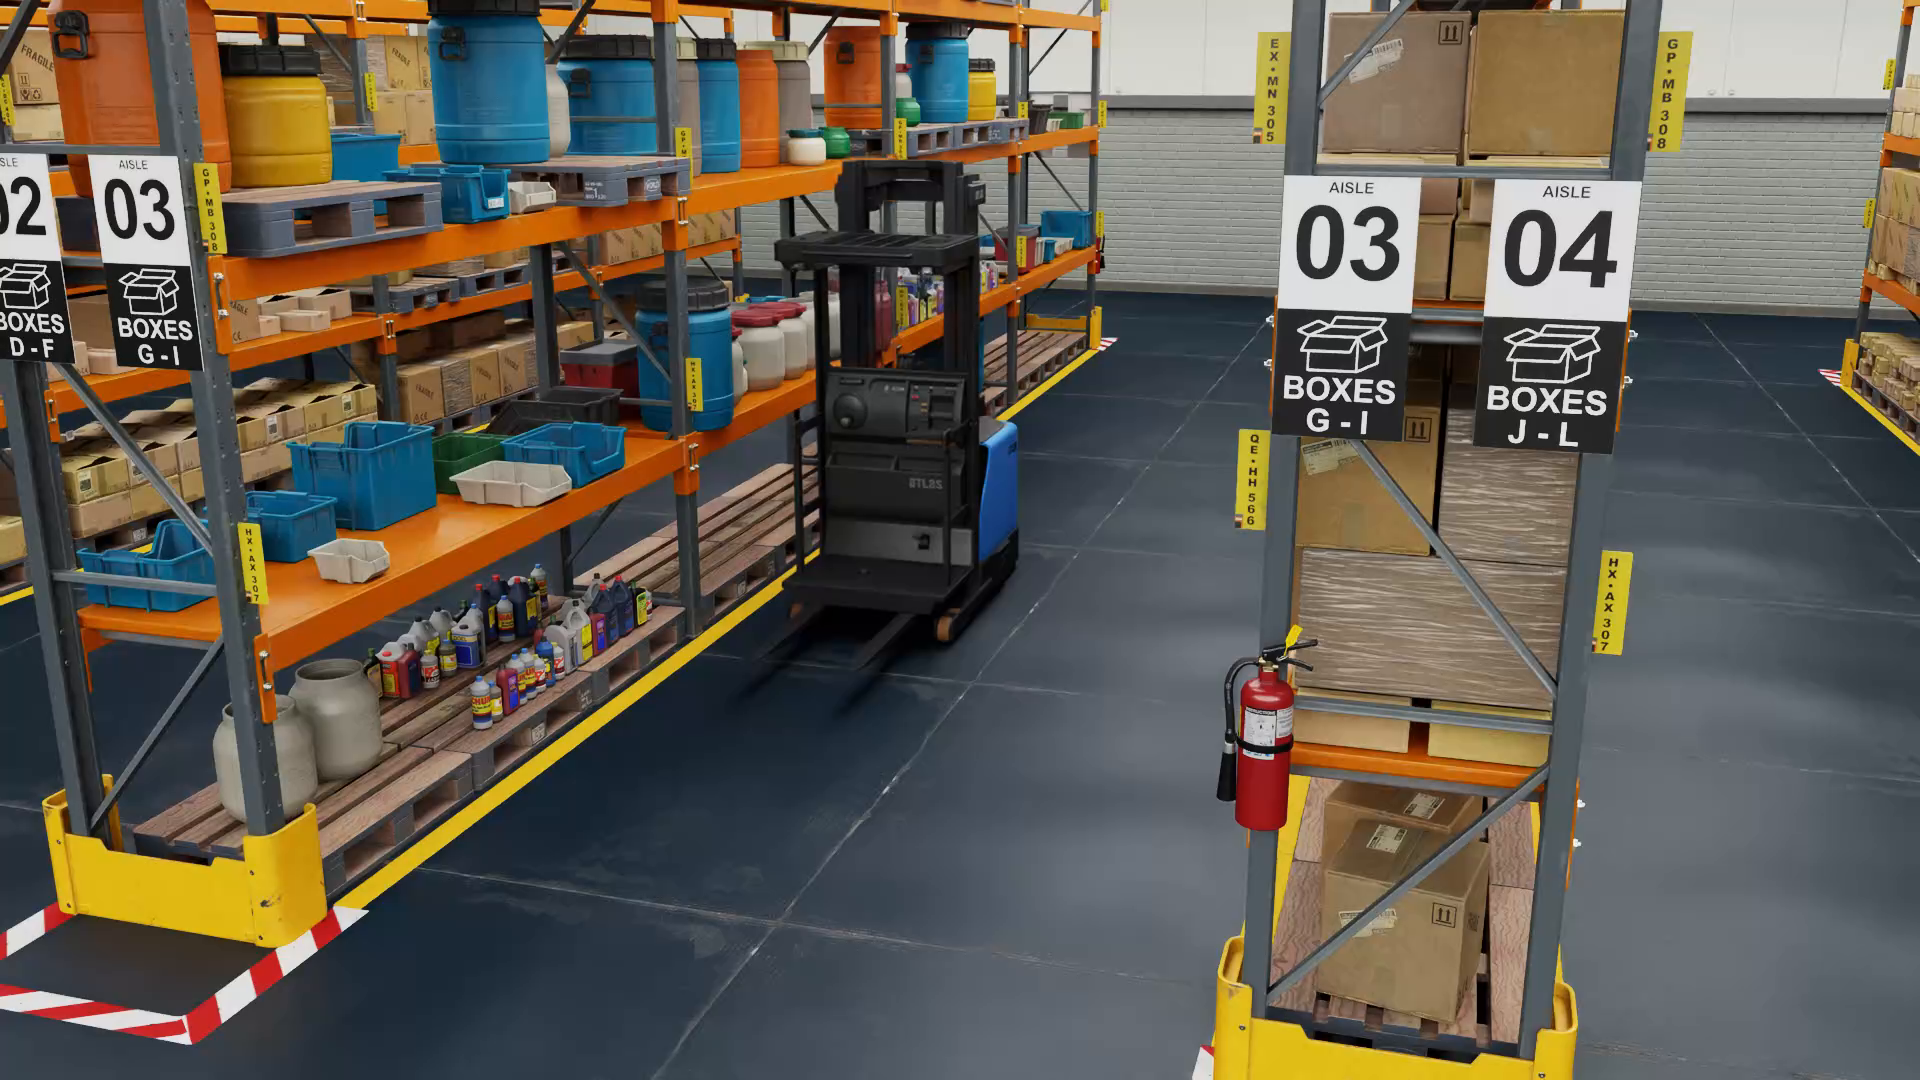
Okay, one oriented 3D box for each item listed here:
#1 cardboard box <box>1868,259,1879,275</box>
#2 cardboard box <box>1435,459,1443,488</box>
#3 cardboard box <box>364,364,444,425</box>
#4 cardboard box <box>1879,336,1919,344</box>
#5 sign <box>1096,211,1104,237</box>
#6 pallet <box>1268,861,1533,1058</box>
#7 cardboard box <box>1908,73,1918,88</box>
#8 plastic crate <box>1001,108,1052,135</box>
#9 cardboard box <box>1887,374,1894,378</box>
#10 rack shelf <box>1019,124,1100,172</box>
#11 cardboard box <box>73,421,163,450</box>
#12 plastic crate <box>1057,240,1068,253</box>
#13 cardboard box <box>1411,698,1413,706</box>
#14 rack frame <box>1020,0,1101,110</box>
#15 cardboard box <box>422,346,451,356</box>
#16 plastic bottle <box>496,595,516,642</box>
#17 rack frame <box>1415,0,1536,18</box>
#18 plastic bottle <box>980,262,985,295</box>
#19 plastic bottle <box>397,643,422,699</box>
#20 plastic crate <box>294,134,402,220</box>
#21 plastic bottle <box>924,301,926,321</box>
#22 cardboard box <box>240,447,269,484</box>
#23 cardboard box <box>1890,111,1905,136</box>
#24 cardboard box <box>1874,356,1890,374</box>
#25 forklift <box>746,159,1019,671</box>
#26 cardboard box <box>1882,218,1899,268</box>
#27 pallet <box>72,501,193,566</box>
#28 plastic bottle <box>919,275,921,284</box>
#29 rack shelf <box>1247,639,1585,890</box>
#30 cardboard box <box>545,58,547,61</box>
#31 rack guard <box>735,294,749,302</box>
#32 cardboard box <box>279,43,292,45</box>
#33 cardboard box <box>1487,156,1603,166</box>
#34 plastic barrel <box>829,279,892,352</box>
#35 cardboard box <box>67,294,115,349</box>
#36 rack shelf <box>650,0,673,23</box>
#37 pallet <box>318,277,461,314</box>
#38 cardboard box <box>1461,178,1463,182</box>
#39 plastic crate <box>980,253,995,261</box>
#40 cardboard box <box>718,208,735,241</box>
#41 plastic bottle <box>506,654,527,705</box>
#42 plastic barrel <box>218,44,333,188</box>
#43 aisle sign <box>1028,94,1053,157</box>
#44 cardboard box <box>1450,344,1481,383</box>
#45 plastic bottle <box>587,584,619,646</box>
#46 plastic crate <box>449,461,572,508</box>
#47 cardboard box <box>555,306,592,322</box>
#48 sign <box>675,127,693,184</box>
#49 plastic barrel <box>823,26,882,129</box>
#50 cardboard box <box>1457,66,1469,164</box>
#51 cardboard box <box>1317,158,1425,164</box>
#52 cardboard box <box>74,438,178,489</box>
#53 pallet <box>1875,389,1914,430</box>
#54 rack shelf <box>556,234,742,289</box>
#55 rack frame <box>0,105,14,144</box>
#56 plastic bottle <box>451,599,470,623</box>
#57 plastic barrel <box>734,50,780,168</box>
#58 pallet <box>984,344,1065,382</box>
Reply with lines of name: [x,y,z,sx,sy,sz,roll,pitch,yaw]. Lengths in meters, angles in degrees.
cardboard box: [10.328,-3.028,18.470,0.380,0.149,0.250,4,16,15]
cardboard box: [1.854,-0.034,6.725,0.875,0.500,0.500,5,16,16]
cardboard box: [-5.359,-1.402,16.050,0.500,0.500,0.500,5,17,18]
cardboard box: [10.297,-2.133,18.218,0.380,0.149,0.250,5,17,17]
sign: [1.791,-4.044,21.291,0.100,0.325,0.005,5,16,16]
pallet: [1.747,1.678,6.526,1.003,0.211,1.213,5,16,16]
cardboard box: [10.187,-4.814,17.436,0.380,0.149,0.250,5,16,16]
plastic crate: [0.738,-4.641,18.438,0.497,0.269,0.590,5,16,16]
cardboard box: [10.060,-1.654,17.619,0.380,0.149,0.250,5,16,16]
rack shelf: [0.691,-4.578,19.292,1.077,0.370,4.000,5,16,16]
cardboard box: [-6.773,-0.794,13.372,0.500,0.311,0.500,5,16,16]
plastic crate: [1.105,-3.604,20.411,0.396,0.136,0.243,5,16,16]
cardboard box: [1.416,0.531,5.920,0.380,0.149,0.250,5,16,16]
rack frame: [1.259,-6.890,20.630,1.000,3.000,0.127,5,16,16]
cardboard box: [-5.574,-1.703,17.112,0.500,0.500,0.500,4,16,14]
plastic bottle: [-2.704,0.463,9.894,0.097,0.271,0.097,0,16,0]
rack frame: [3.734,-4.413,11.896,1.000,3.000,0.127,5,16,16]
plastic bottle: [0.175,-2.668,16.828,0.144,0.351,0.185,5,16,16]
plastic bottle: [-2.986,0.707,9.011,0.061,0.283,0.133,5,16,16]
plastic crate: [-3.035,-1.775,8.124,0.392,0.384,0.575,5,16,16]
plastic bottle: [-0.353,-2.088,15.056,0.097,0.201,0.097,0,16,0]
cardboard box: [-6.111,-0.617,13.778,0.500,0.250,0.500,5,17,17]
cardboard box: [10.362,-4.482,17.912,0.500,0.250,0.500,5,17,18]
cardboard box: [10.046,-1.868,17.829,0.380,0.149,0.250,5,17,18]
forklift: [-0.482,-0.879,10.559,1.130,2.935,3.031,5,16,16]
cardboard box: [10.214,-3.162,17.751,0.500,0.500,0.500,5,16,16]
pallet: [-6.727,-0.104,12.808,1.003,0.211,1.213,5,16,16]
plastic bottle: [-0.479,-2.710,17.115,0.152,0.276,0.135,5,16,16]
rack shelf: [2.029,0.389,7.279,1.077,0.370,4.000,5,16,16]
cardboard box: [-4.840,-4.958,18.178,0.600,0.600,0.600,3,16,11]
rack guard: [-3.511,-3.166,23.077,1.175,0.500,0.348,5,16,16]
cardboard box: [-8.765,-6.007,20.962,0.500,0.500,0.500,4,16,15]
cardboard box: [2.027,-1.252,5.795,0.380,0.149,0.250,5,17,18]
plastic barrel: [-0.856,-1.831,13.540,0.600,0.536,0.708,5,16,16]
cardboard box: [-6.516,-1.635,12.914,0.500,0.500,0.500,6,17,20]
rack shelf: [-2.720,-2.689,7.869,1.077,0.370,4.000,5,16,16]
pallet: [-5.637,-2.386,16.097,1.213,0.211,1.003,5,16,16]
cardboard box: [2.420,-1.442,7.194,0.500,0.250,0.500,5,16,15]
plastic crate: [0.183,-3.168,18.894,0.437,0.125,0.590,5,16,16]
cardboard box: [-3.355,-4.299,22.305,0.500,0.500,0.500,5,17,18]
plastic bottle: [-2.376,0.743,8.906,0.097,0.271,0.097,0,16,0]
plastic barrel: [-3.086,-1.862,7.284,0.600,0.588,0.600,0,16,0]
aisle sign: [0.995,-5.296,21.241,0.394,0.787,0.004,5,16,16]
cardboard box: [2.168,-0.490,6.499,0.500,0.500,0.500,5,16,16]
plastic bottle: [-2.112,0.439,9.831,0.144,0.351,0.185,4,16,13]
plastic crate: [-2.370,-0.293,8.849,0.530,0.136,0.437,5,16,16]
cardboard box: [-4.736,-2.523,20.001,0.500,0.500,0.500,5,16,16]
sign: [-1.627,-2.266,9.809,0.100,0.325,0.005,5,16,16]
plastic barrel: [-0.850,-3.911,14.067,0.600,0.830,0.708,5,16,16]
cardboard box: [2.826,-2.290,8.951,0.797,0.503,0.637,4,16,13]
cardboard box: [1.400,-1.232,5.725,0.380,0.149,0.250,4,16,13]
cardboard box: [-6.396,-0.618,12.752,0.500,0.311,0.500,4,16,15]
pallet: [10.100,-1.319,17.094,1.003,0.211,1.213,5,16,16]
rack shelf: [-4.057,-3.520,21.059,1.077,0.370,4.000,5,16,16]
rack frame: [-6.899,-4.136,10.919,1.000,3.000,0.127,5,16,16]
plastic bottle: [-2.919,0.499,9.744,0.061,0.283,0.133,5,17,18]
plastic barrel: [-1.642,-3.191,12.300,0.600,0.830,0.708,5,16,16]
pallet: [0.639,-2.131,19.957,1.003,0.211,1.213,5,16,16]
